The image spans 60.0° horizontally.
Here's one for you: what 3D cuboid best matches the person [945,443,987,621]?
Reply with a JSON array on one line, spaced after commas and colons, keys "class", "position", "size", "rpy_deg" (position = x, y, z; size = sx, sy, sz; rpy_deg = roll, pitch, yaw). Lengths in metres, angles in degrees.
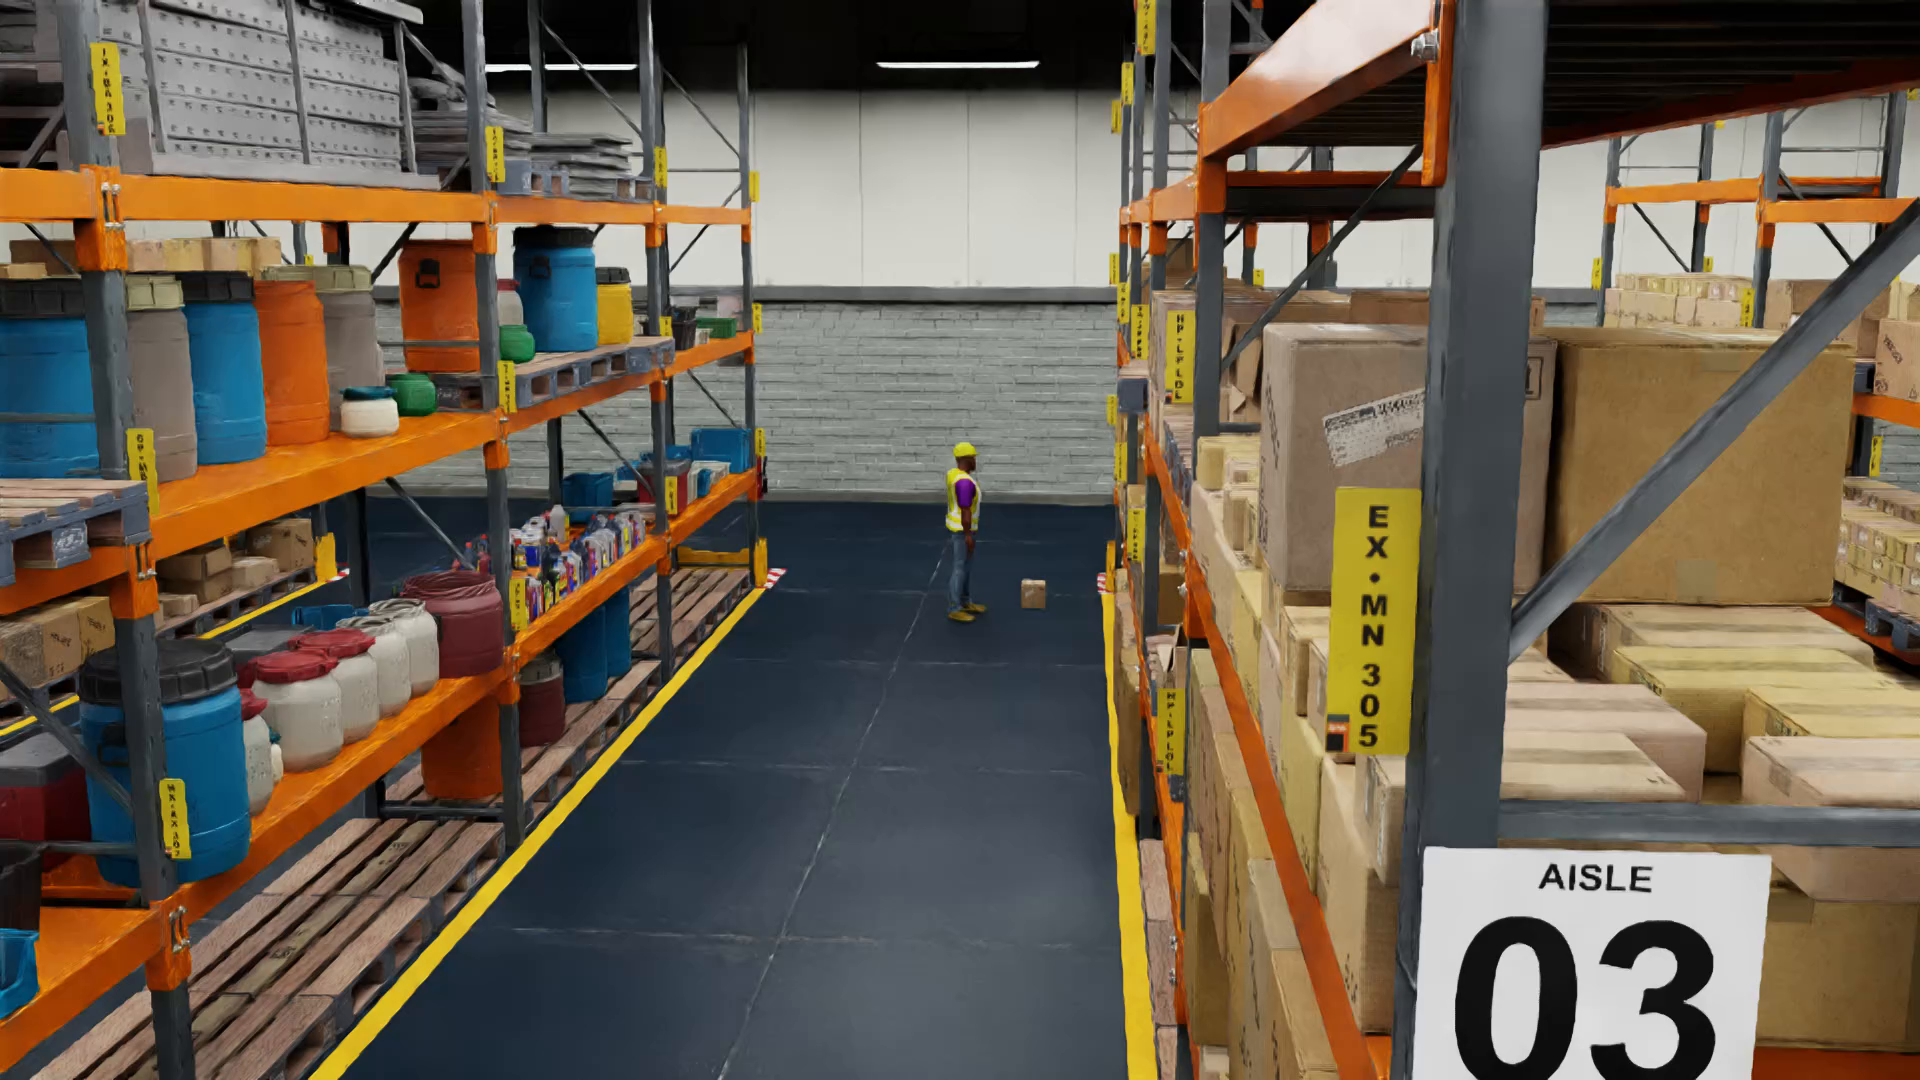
[{"class": "person", "position": [0.072, -0.107, 16.811], "size": [0.445, 1.763, 0.690], "rpy_deg": [-2, 11, -10]}]
